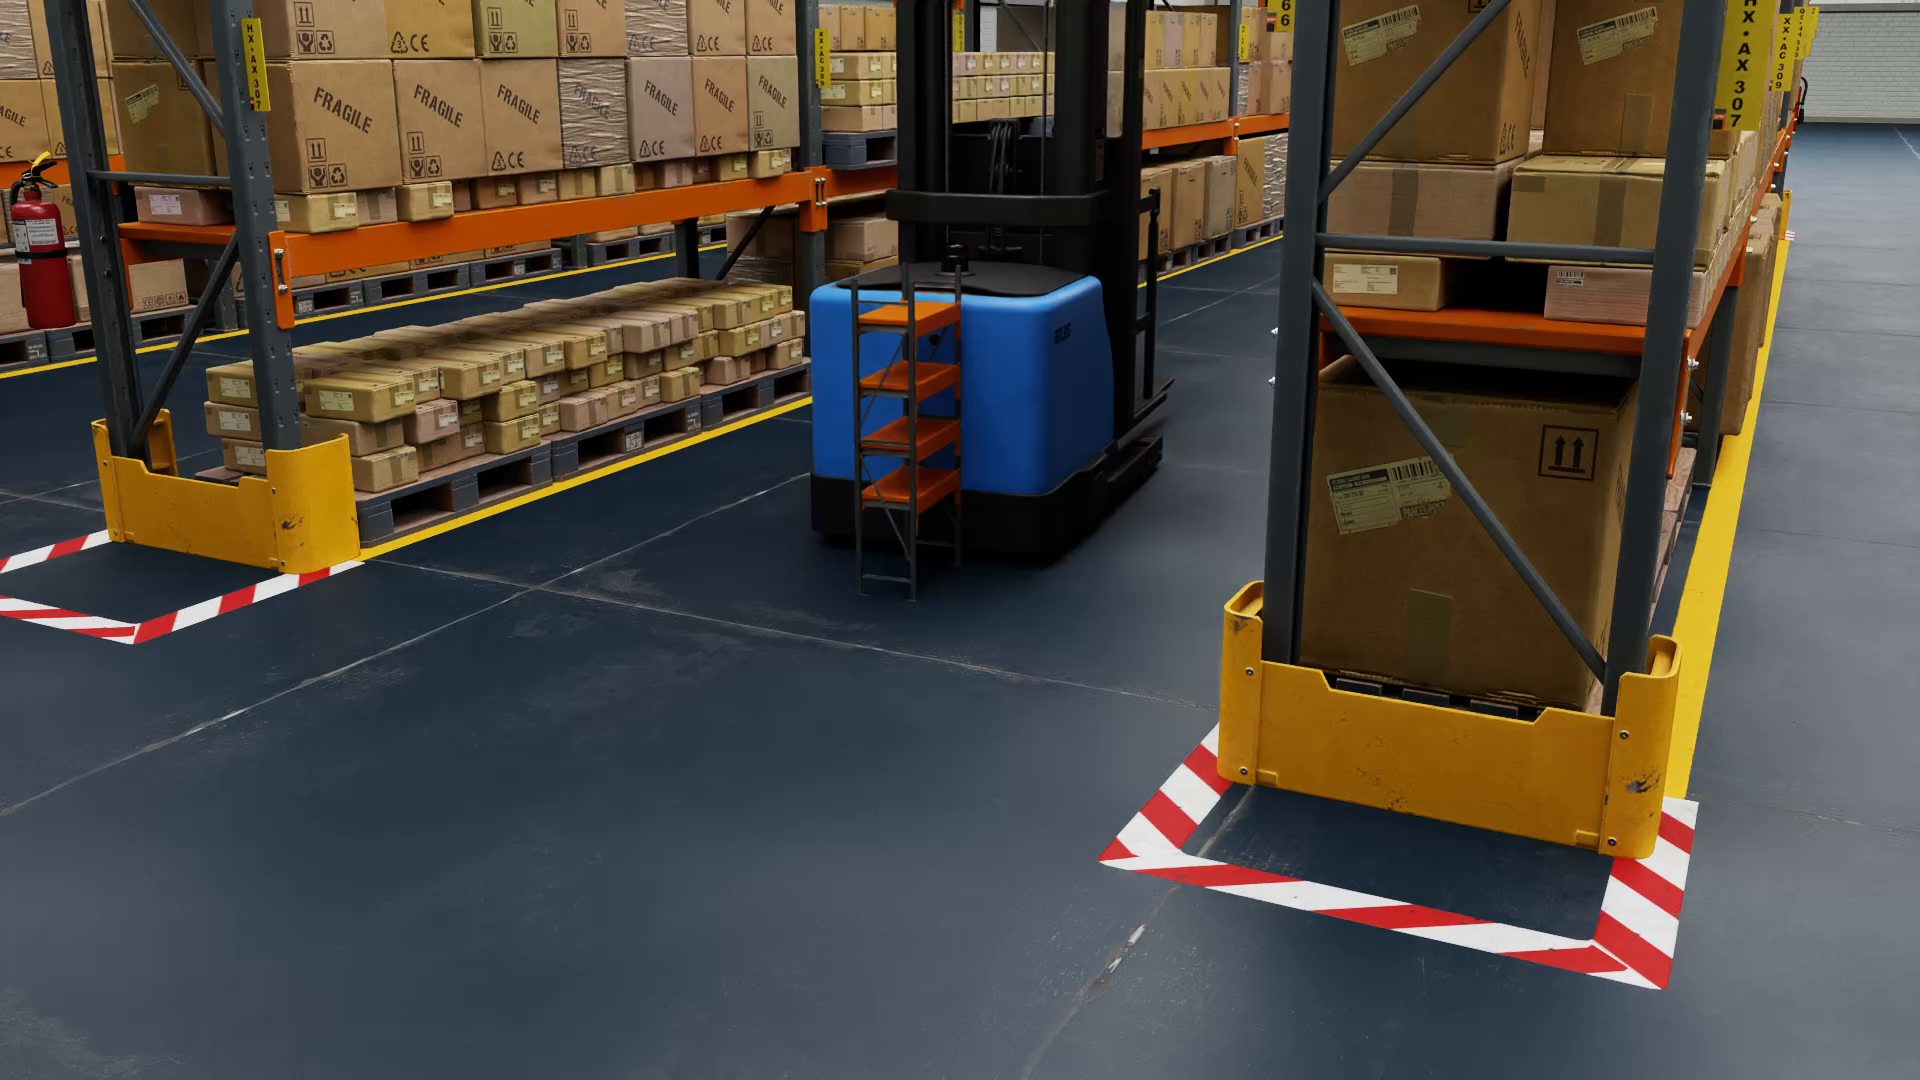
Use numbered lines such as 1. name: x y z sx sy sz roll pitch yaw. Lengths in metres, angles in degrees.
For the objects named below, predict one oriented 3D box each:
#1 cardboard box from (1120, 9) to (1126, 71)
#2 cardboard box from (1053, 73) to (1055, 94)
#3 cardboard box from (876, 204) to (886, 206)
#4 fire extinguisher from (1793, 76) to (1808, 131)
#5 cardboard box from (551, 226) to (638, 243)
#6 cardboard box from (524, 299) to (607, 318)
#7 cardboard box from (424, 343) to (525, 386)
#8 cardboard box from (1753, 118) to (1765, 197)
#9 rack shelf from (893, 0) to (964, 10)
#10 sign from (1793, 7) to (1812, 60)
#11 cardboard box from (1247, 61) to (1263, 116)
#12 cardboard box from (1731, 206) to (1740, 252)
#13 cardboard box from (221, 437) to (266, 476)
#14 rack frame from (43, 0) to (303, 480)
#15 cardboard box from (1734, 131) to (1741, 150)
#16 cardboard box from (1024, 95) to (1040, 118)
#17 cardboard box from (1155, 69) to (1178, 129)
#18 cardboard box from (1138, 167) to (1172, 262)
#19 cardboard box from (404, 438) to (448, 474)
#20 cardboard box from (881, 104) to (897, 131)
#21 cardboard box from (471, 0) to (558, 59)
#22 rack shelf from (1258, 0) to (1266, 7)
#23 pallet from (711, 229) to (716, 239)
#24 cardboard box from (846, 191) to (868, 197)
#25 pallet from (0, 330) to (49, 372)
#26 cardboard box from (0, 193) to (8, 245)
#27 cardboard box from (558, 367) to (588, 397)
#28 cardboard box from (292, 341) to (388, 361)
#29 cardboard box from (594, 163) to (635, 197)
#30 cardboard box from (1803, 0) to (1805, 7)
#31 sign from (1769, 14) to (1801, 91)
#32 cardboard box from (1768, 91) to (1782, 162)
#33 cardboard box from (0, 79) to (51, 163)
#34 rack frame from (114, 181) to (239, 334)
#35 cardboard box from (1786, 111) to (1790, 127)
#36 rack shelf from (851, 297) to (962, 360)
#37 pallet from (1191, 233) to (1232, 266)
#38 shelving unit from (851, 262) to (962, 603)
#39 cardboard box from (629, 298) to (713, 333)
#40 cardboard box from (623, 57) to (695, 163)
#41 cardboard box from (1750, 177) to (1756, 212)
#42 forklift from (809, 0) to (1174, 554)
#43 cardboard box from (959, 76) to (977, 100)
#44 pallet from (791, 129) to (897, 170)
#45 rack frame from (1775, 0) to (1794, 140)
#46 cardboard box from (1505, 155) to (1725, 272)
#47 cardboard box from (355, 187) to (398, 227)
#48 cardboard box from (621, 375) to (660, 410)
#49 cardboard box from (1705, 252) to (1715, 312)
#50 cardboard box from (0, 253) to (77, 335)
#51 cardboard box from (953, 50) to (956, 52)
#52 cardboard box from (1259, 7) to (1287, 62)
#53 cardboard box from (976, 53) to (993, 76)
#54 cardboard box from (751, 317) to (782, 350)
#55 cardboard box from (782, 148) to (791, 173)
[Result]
1. cardboard box: 1.169 -4.331 14.405 0.700 0.500 0.500 8 18 25
2. cardboard box: 0.577 -3.402 12.390 0.380 0.149 0.250 9 19 27
3. cardboard box: -0.246 -2.194 11.478 0.500 0.250 0.500 9 19 27
4. fire extinguisher: 8.938 -4.745 17.866 0.296 0.674 0.183 8 18 25
5. cardboard box: -3.704 -3.119 16.133 0.950 0.372 0.625 7 18 22
6. cardboard box: -2.147 -1.213 9.064 0.380 0.149 0.250 9 19 27
7. cardboard box: -2.249 -0.810 7.707 0.380 0.149 0.250 7 18 23
8. cardboard box: 3.542 -1.888 7.937 0.500 0.500 0.500 8 18 26
9. rack shelf: -1.285 -6.656 20.160 1.077 0.370 4.000 8 18 25
10. sign: 5.398 -3.259 10.694 0.100 0.325 0.005 8 18 25
11. cardboard box: 2.675 -4.759 17.517 0.875 0.550 0.550 8 18 25
12. cardboard box: 2.581 -1.123 5.977 0.380 0.149 0.250 8 19 26
13. cardboard box: -3.018 -0.388 7.331 0.380 0.149 0.250 8 19 26
14. rack frame: -3.067 -1.393 6.444 1.000 3.000 0.127 8 18 25
15. cardboard box: 2.231 -1.514 5.277 0.500 0.500 0.500 8 18 24
16. cardboard box: 0.357 -3.135 12.016 0.380 0.149 0.250 8 18 25
17. cardboard box: 1.625 -3.943 14.856 0.500 0.500 0.500 8 18 25
18. cardboard box: 1.248 -2.920 14.801 1.050 0.750 0.750 8 19 26
19. cardboard box: -2.503 -0.397 7.362 0.380 0.149 0.250 8 18 25
20. cardboard box: -0.573 -2.605 10.232 0.380 0.149 0.250 8 19 26
21. cardboard box: -2.157 -2.402 7.389 0.500 0.500 0.500 8 18 24
22. rack shelf: 3.189 -6.052 18.126 1.077 0.370 4.000 8 18 25
23. pallet: -2.525 -3.518 18.498 1.003 0.211 1.213 8 18 25
24. cardboard box: -1.445 -4.190 19.954 0.500 0.250 0.500 9 19 28
25. pallet: -6.707 -1.183 10.637 1.003 0.211 1.213 8 18 25
26. cardboard box: -9.322 -3.007 15.533 0.500 0.500 0.500 8 18 24
27. cardboard box: -2.071 -0.812 8.238 0.380 0.149 0.250 9 19 28
28. cardboard box: -2.891 -0.818 7.736 0.380 0.149 0.250 8 18 24
29. cardboard box: -1.832 -1.781 8.194 0.380 0.149 0.250 9 19 26
30. cardboard box: 7.116 -4.544 14.602 0.500 0.500 0.500 8 18 25
31. sign: 3.610 -2.137 7.293 0.100 0.325 0.005 8 18 25
32. cardboard box: 4.901 -2.664 10.550 0.500 0.500 0.500 9 19 27
33. cardboard box: -6.168 -2.651 10.506 0.500 0.500 0.500 8 18 25
34. rack frame: -5.753 -3.015 11.909 1.000 3.000 0.127 8 18 25
35. cardboard box: 7.176 -3.750 14.824 0.380 0.149 0.250 8 18 25
36. rack shelf: -0.193 -0.794 6.209 0.258 0.148 0.480 6 18 19
37. pallet: 2.018 -2.906 16.439 1.003 0.211 1.213 8 18 25
38. shelving unit: -0.193 -0.417 6.321 0.258 1.200 0.503 6 18 19
39. cardboard box: -1.575 -1.217 9.078 0.380 0.149 0.250 9 19 27
40. cardboard box: -1.700 -2.184 8.412 0.500 0.500 0.500 8 18 25
41. cardboard box: 3.269 -1.515 7.298 0.380 0.149 0.250 8 18 26
42. forklift: 0.360 -1.727 7.691 1.130 2.935 3.031 6 18 19
43. cardboard box: -0.110 -3.012 11.077 0.380 0.149 0.250 8 18 24
44. pallet: -0.808 -2.496 10.495 1.003 0.211 1.213 8 18 25
45. rack frame: 4.900 -2.773 11.094 1.000 3.000 0.127 8 18 25
46. cardboard box: 1.781 -0.894 4.508 0.500 0.250 0.500 8 18 24
47. cardboard box: -2.552 -1.383 6.854 0.380 0.149 0.250 9 19 27
48. cardboard box: -1.789 -0.781 8.656 0.380 0.149 0.250 8 19 26
49. cardboard box: 1.892 -0.729 4.653 0.380 0.149 0.250 8 18 25
50. cardboard box: -6.529 -1.614 10.953 0.875 0.438 0.875 8 18 24
51. cardboard box: -0.387 -6.089 21.559 0.500 0.500 0.500 8 18 24
52. cardboard box: 2.997 -5.403 17.788 0.875 0.550 0.550 8 18 25
53. cardboard box: 0.002 -3.218 11.249 0.380 0.149 0.250 9 19 27
54. cardboard box: -1.246 -1.198 9.535 0.380 0.149 0.250 7 18 23
55. cardboard box: -1.198 -2.188 9.565 0.380 0.149 0.250 8 18 25
